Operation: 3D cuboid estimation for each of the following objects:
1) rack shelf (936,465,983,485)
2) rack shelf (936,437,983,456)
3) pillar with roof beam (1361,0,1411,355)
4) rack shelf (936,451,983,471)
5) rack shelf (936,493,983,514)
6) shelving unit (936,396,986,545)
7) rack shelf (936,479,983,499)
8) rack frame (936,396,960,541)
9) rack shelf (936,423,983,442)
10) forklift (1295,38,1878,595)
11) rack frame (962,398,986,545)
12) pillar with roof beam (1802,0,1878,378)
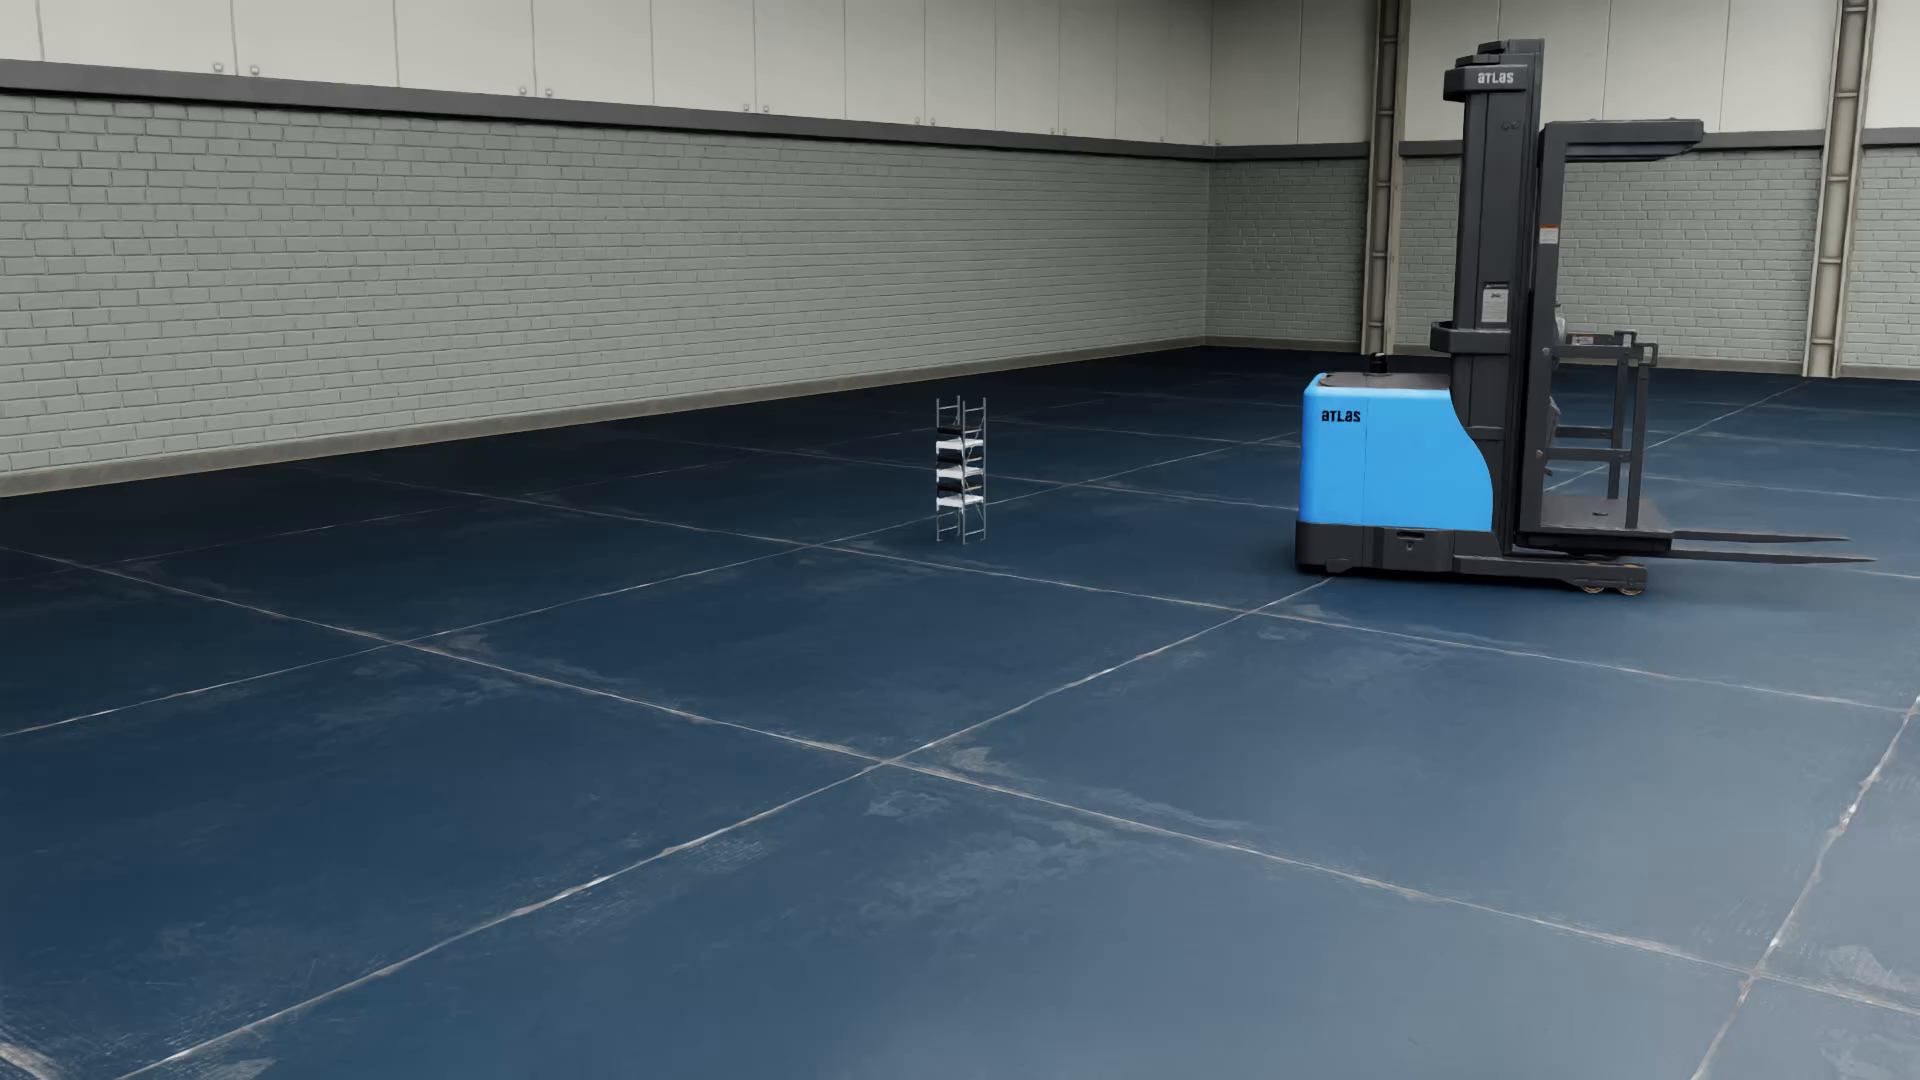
[{"bbox_3d":[0.007,-0.408,10.446,0.200,0.077,0.258,8,13,36],"label":"rack shelf"},{"bbox_3d":[0.007,-0.585,10.412,0.200,0.077,0.258,8,13,36],"label":"rack shelf"},{"bbox_3d":[3.697,-6.538,20.631,0.400,9.000,9.100,8,13,36],"label":"pillar with roof beam"},{"bbox_3d":[0.007,-0.497,10.429,0.200,0.077,0.258,8,13,36],"label":"rack shelf"},{"bbox_3d":[0.007,-0.231,10.480,0.200,0.077,0.258,8,13,36],"label":"rack shelf"},{"bbox_3d":[0.007,-0.441,10.439,0.210,0.900,0.258,8,13,36],"label":"shelving unit"},{"bbox_3d":[0.007,-0.320,10.463,0.200,0.077,0.258,8,13,36],"label":"rack shelf"},{"bbox_3d":[-0.075,-0.452,10.499,0.006,0.900,0.240,8,13,36],"label":"rack frame"},{"bbox_3d":[0.007,-0.673,10.395,0.200,0.077,0.258,8,13,36],"label":"rack shelf"},{"bbox_3d":[3.495,-1.253,9.288,3.031,2.935,1.130,3,11,15],"label":"forklift"},{"bbox_3d":[0.088,-0.429,10.380,0.006,0.900,0.240,8,13,36],"label":"rack frame"},{"bbox_3d":[8.533,-5.863,17.145,0.400,9.000,9.100,8,13,36],"label":"pillar with roof beam"}]
